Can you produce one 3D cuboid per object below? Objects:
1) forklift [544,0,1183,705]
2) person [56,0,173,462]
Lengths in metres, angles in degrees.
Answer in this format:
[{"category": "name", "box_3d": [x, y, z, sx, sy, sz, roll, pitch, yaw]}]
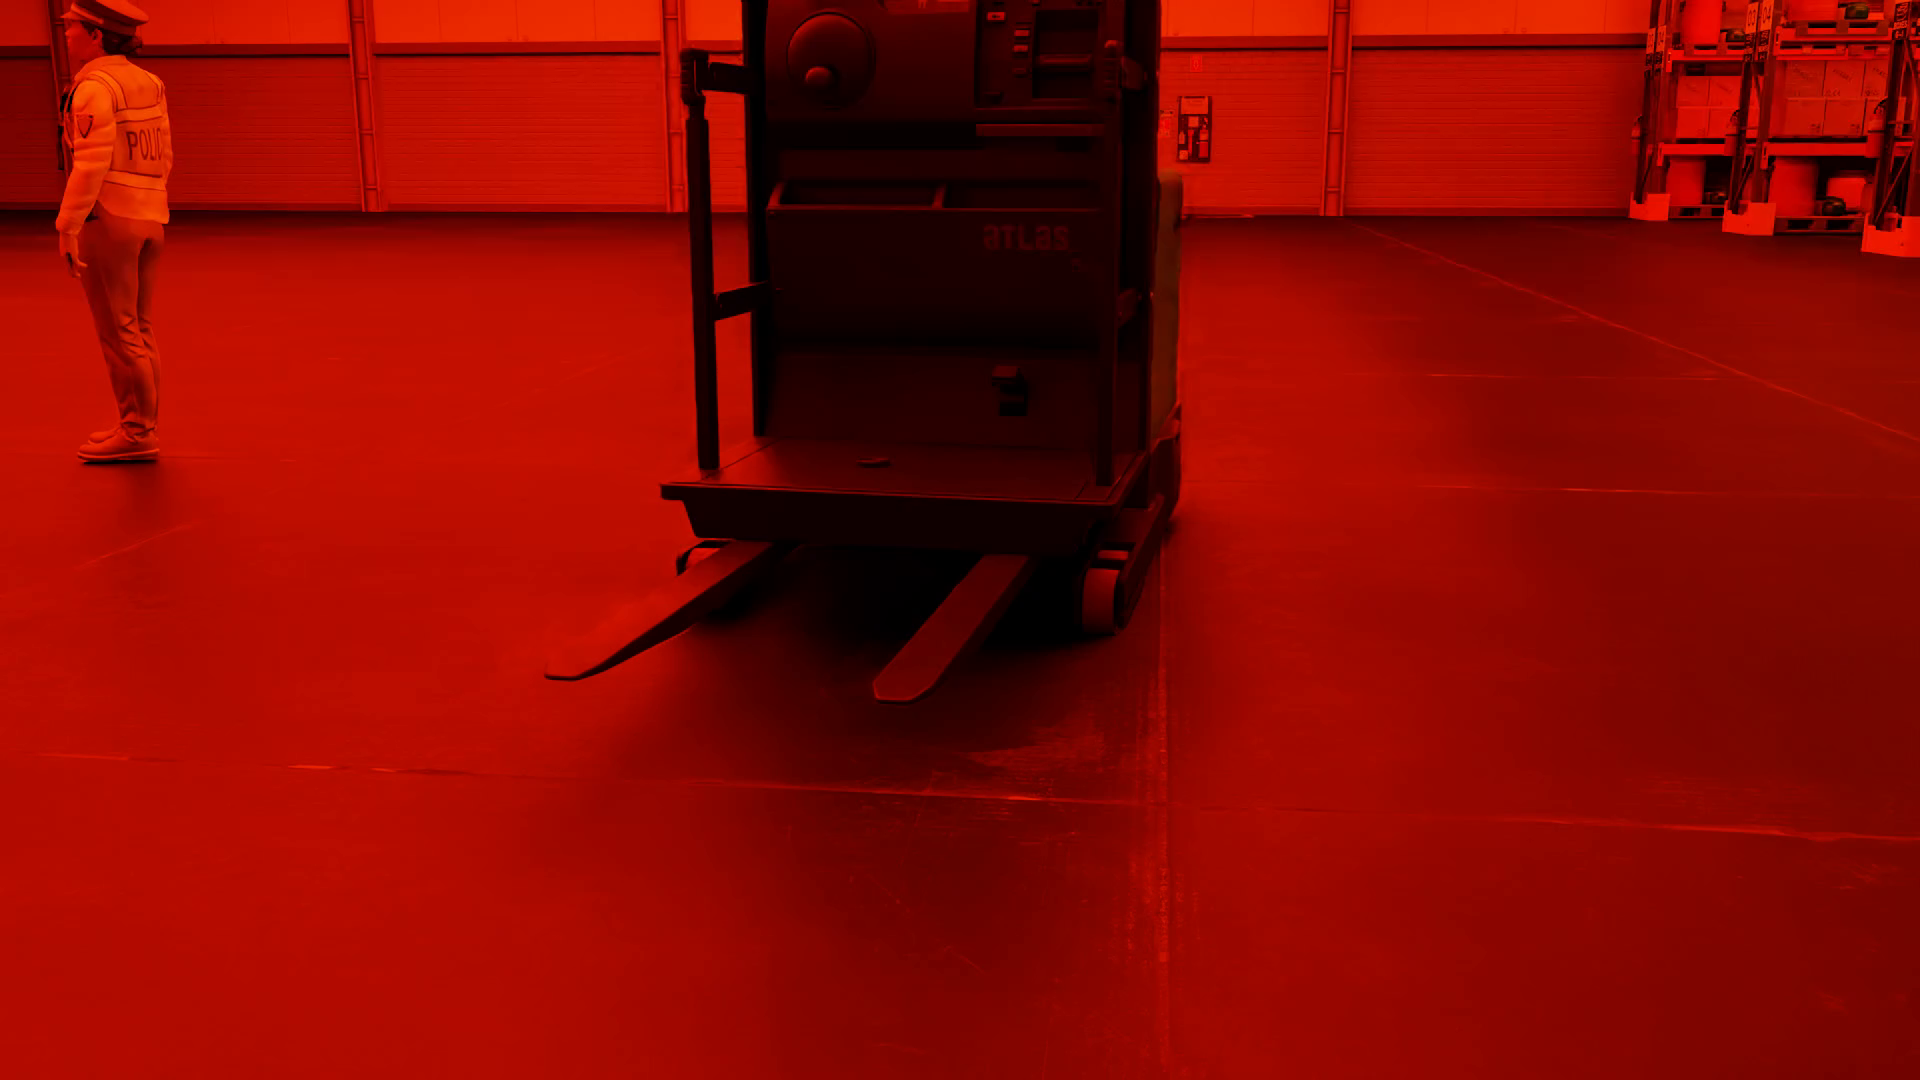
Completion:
[{"category": "forklift", "box_3d": [-0.085, -1.290, 4.027, 1.130, 2.935, 3.031, 3, 13, 12]}, {"category": "person", "box_3d": [-3.121, -1.131, 6.031, 0.531, 1.694, 0.586, 0, 13, 2]}]
